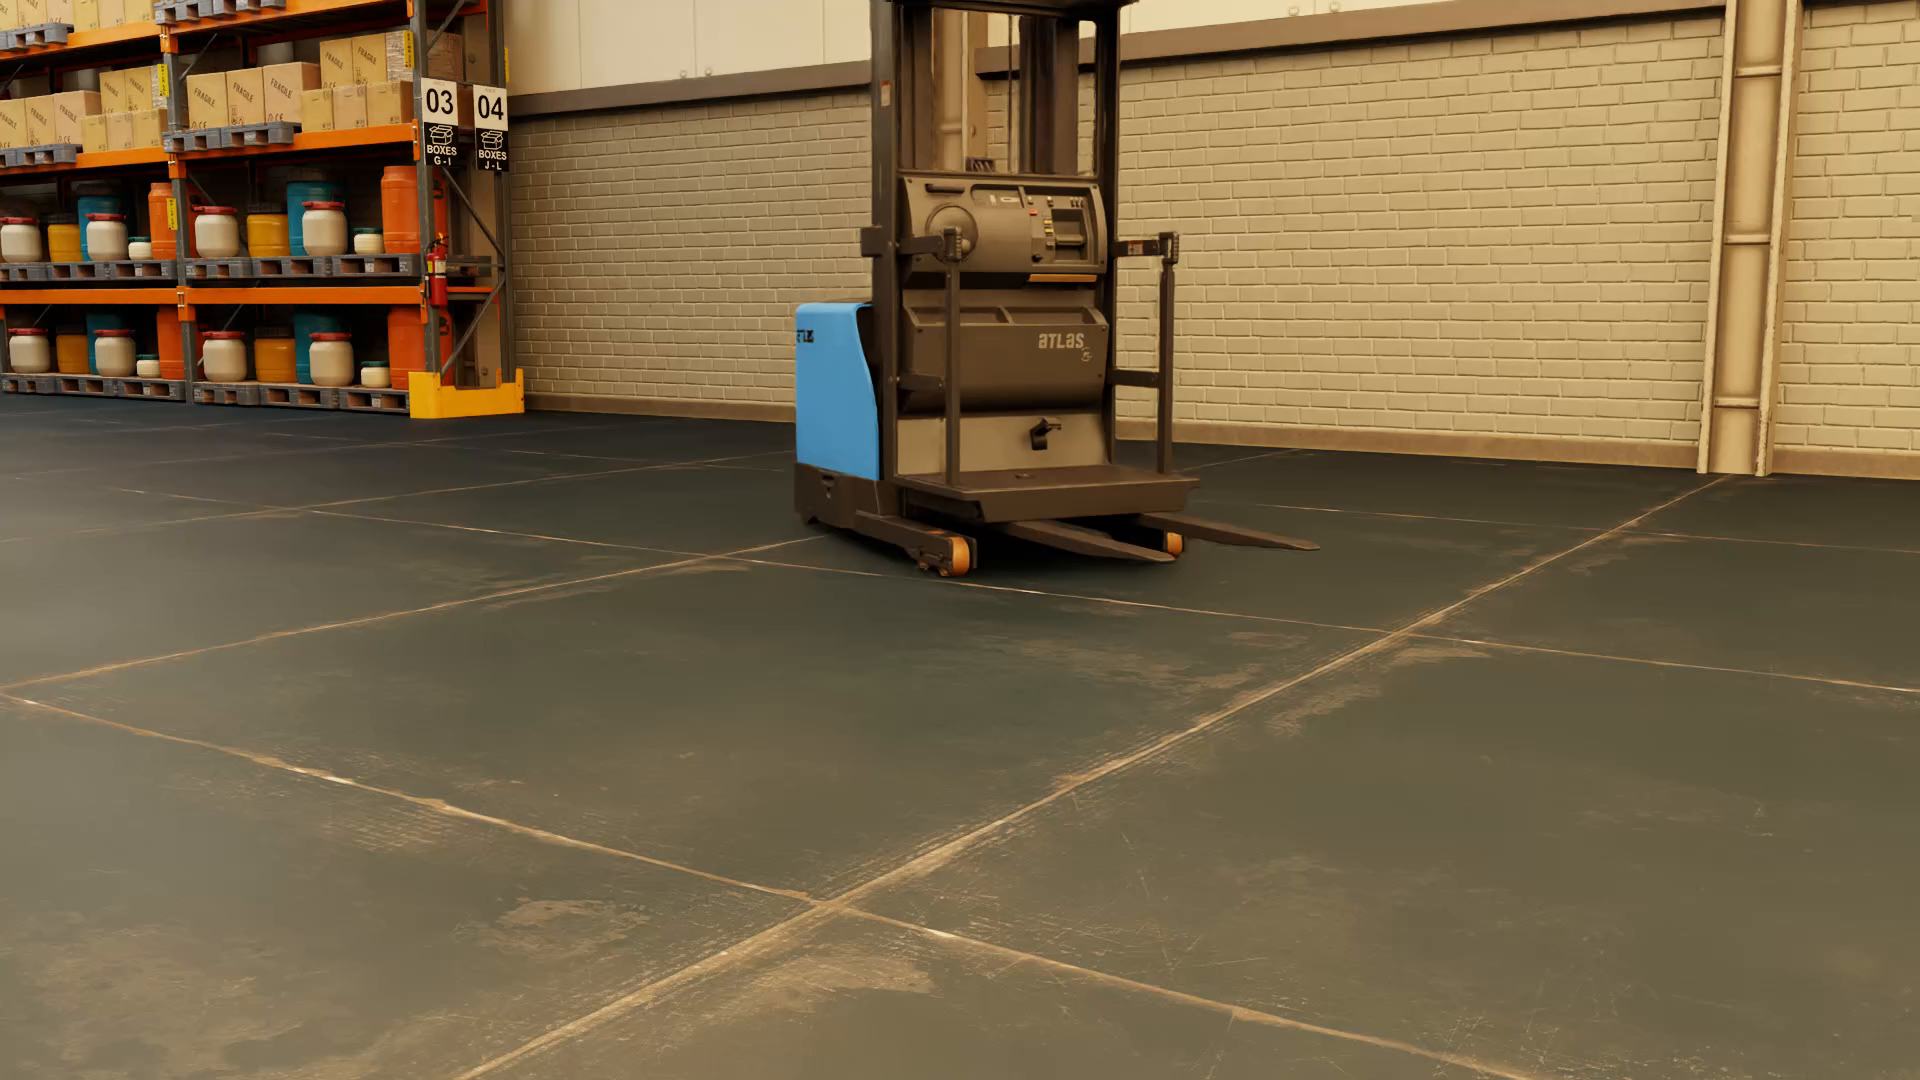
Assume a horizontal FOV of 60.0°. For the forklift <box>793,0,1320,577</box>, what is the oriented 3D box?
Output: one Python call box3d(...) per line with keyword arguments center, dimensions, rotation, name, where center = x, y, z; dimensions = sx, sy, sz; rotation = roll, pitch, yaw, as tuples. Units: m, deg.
box3d(center=(0.296, -1.373, 6.849), dimensions=(1.130, 2.935, 3.031), rotation=(-4, 9, -26), name="forklift")
